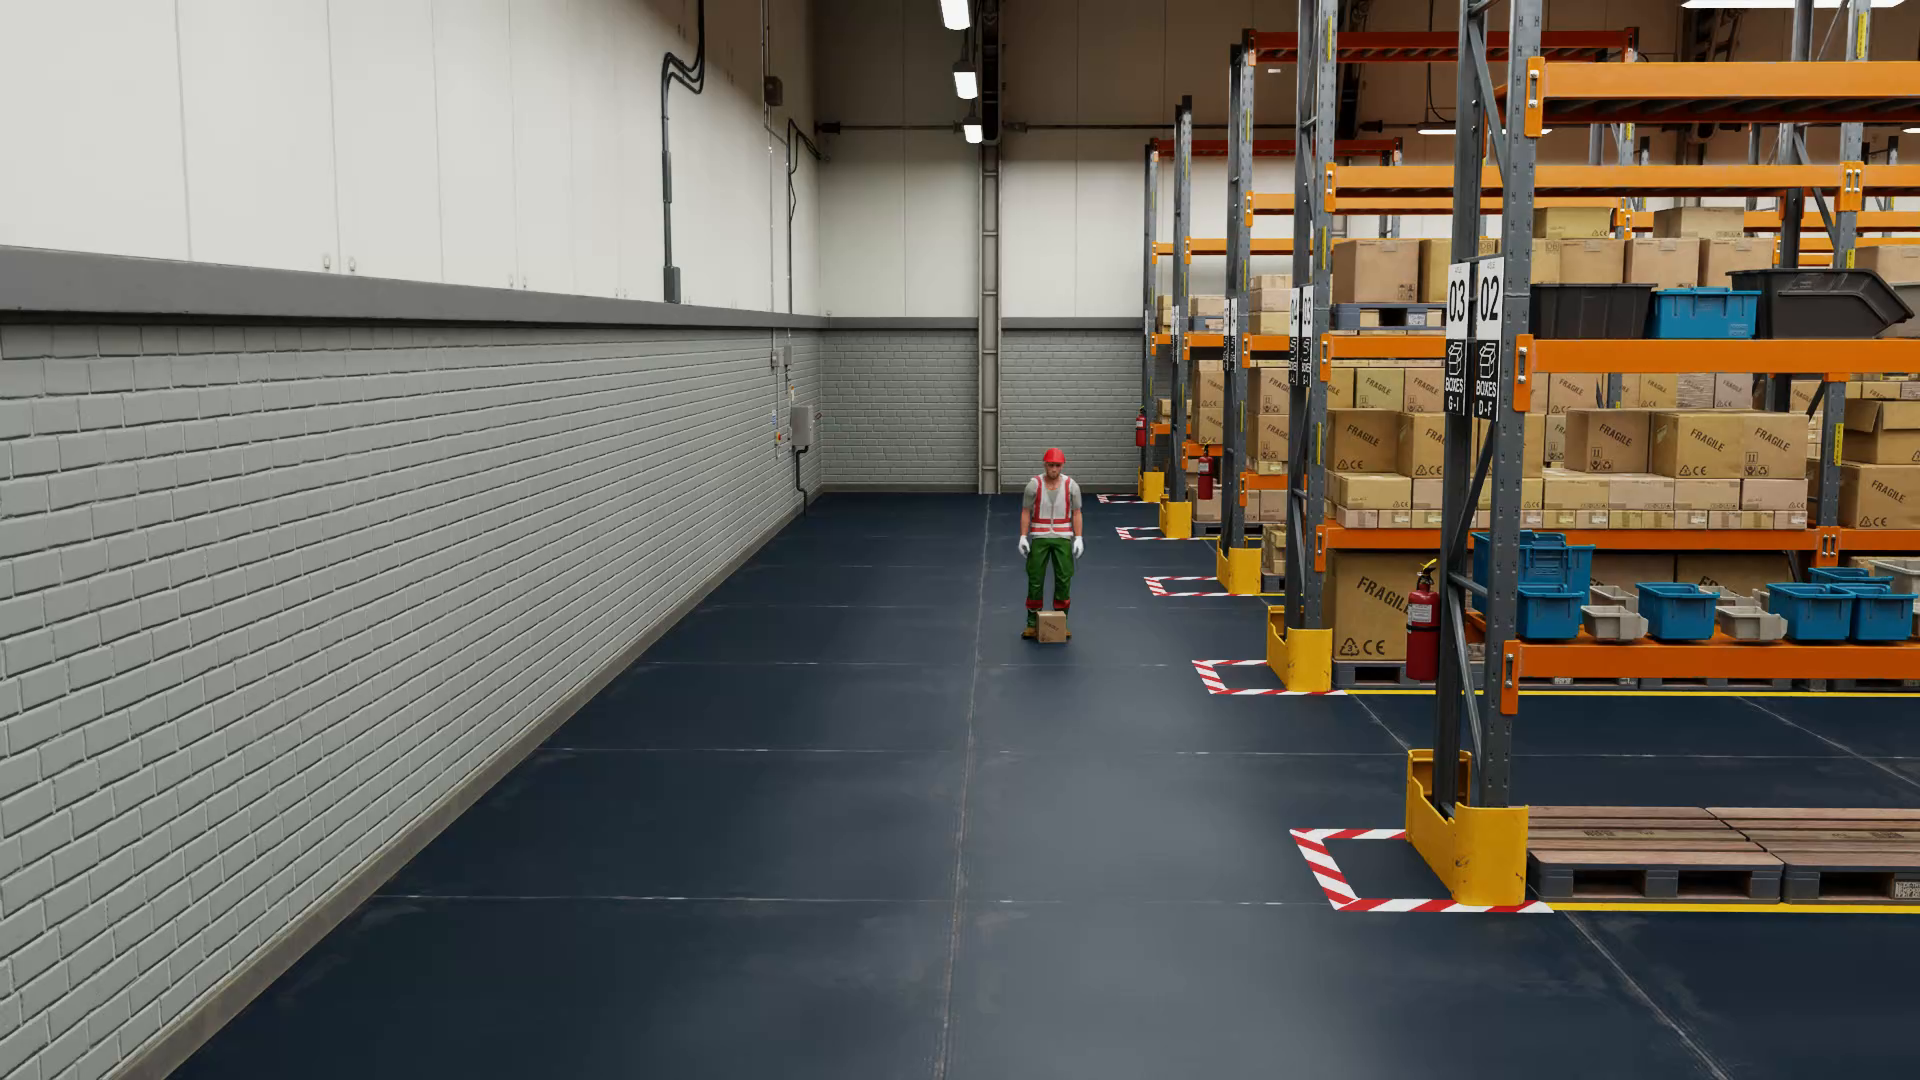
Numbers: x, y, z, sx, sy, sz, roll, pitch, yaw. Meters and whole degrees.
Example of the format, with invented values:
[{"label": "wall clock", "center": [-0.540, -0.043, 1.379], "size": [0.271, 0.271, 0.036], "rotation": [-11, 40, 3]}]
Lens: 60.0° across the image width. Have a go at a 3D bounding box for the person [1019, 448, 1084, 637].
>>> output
[{"label": "person", "center": [0.851, 0.020, 15.543], "size": [0.609, 1.779, 0.454], "rotation": [0, 7, 1]}]
